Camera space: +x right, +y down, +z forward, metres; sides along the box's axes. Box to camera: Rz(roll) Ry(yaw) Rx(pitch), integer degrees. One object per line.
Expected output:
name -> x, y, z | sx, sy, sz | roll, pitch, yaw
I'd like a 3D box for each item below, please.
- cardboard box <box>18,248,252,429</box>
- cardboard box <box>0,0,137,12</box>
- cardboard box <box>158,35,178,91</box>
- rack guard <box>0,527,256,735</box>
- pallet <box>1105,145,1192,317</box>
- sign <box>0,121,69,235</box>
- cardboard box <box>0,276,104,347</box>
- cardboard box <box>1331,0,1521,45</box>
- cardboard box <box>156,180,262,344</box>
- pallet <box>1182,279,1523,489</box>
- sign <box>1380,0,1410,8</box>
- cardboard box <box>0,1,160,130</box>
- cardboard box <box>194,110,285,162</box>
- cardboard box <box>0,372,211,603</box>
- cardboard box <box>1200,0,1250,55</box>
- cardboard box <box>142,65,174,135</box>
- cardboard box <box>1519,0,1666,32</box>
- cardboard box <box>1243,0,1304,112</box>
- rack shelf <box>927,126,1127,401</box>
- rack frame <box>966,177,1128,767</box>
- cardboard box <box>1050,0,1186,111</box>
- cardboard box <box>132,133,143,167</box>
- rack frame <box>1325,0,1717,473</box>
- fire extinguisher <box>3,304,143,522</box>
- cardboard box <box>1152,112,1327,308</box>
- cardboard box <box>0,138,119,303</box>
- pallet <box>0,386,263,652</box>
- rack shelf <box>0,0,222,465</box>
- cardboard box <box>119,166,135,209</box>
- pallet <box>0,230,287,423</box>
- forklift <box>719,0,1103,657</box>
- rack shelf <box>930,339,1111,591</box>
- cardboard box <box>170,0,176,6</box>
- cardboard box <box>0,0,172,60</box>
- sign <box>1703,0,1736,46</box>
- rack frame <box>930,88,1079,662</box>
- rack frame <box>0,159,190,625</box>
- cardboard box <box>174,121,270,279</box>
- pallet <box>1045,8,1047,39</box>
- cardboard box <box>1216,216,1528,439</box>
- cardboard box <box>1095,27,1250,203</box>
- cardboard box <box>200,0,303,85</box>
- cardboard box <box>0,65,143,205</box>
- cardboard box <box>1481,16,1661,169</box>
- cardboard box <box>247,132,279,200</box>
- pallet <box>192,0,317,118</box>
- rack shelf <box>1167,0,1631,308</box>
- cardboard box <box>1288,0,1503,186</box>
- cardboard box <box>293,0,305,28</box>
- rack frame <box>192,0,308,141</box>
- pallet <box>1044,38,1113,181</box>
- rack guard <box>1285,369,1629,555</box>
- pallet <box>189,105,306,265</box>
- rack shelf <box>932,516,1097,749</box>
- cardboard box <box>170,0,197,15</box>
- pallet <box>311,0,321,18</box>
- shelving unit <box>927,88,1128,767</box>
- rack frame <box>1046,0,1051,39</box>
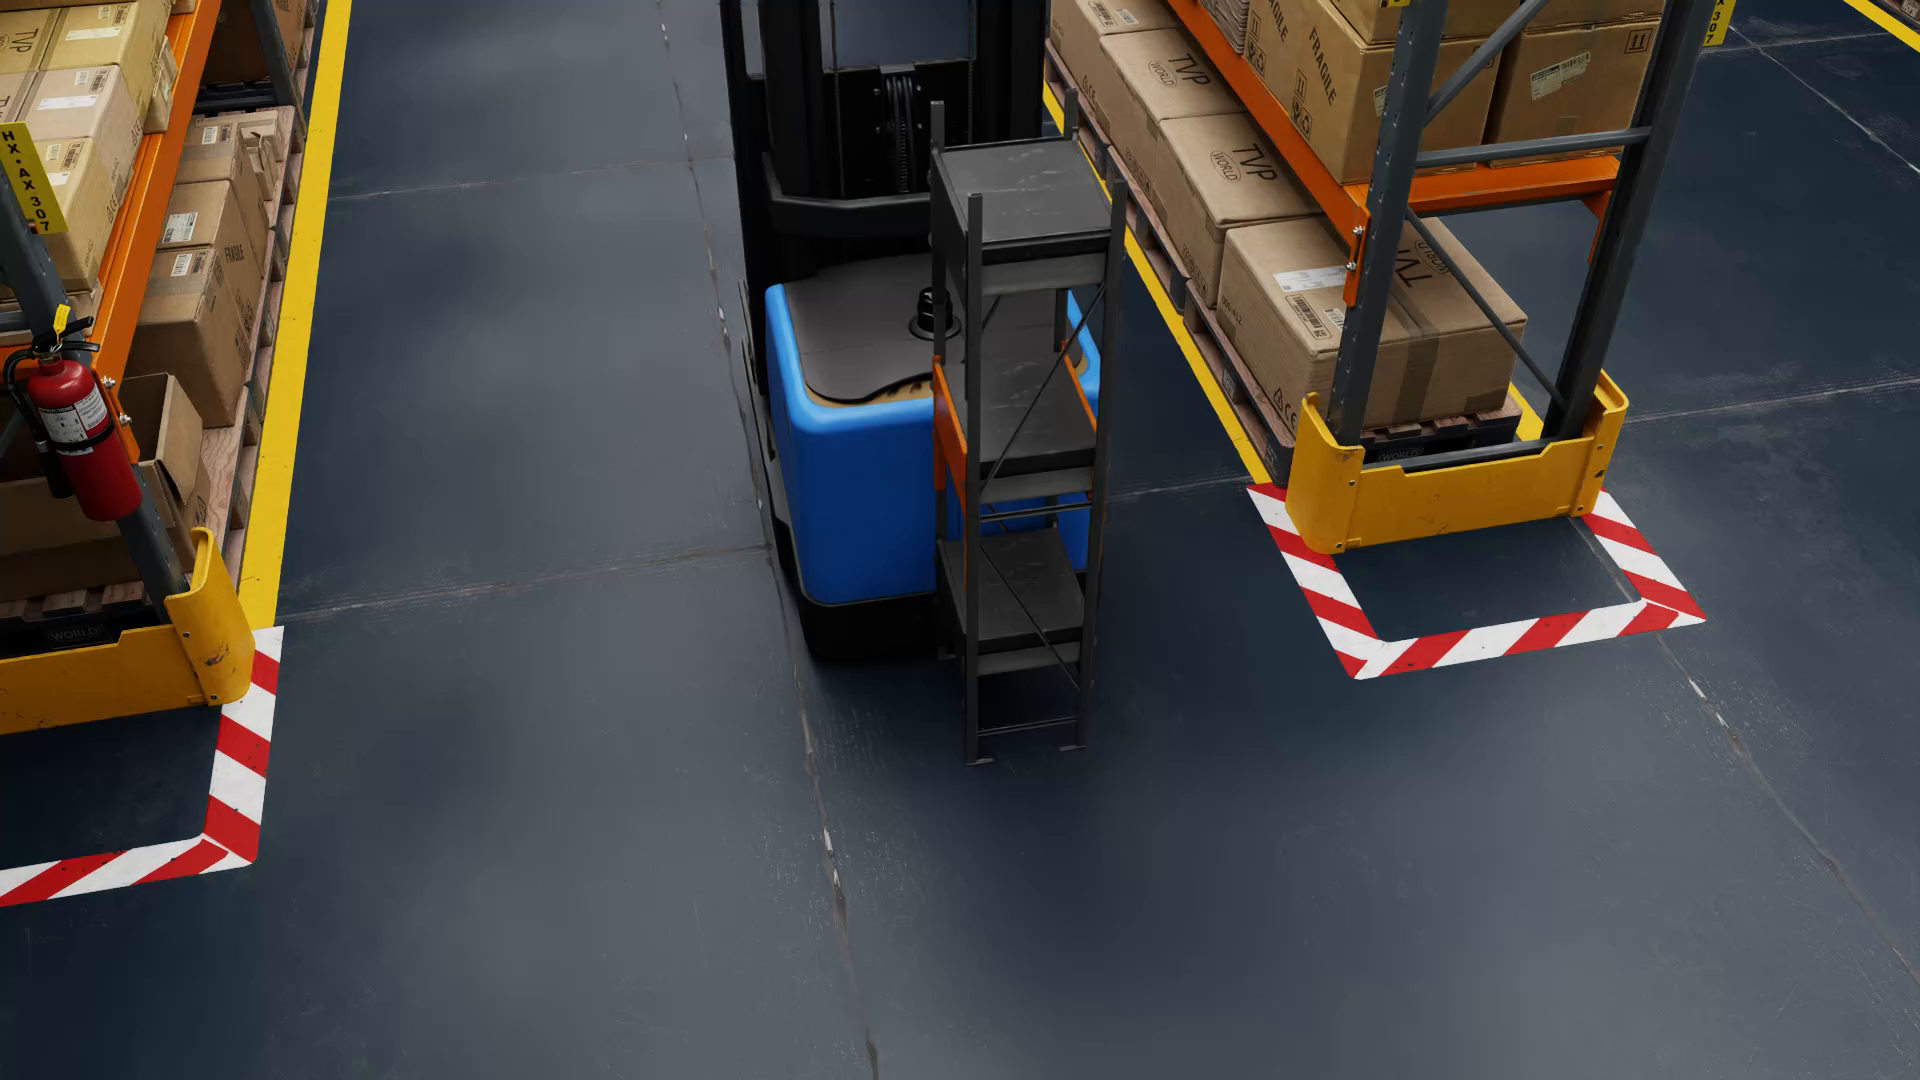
cardboard box -> -3.192, -0.748, 6.399 | 0.700, 0.500, 0.500 | -7, 42, -8
cardboard box -> -3.165, -2.196, 5.789 | 0.500, 0.500, 0.500 | -7, 42, -8
cardboard box -> -3.116, -1.724, 6.122 | 0.380, 0.149, 0.250 | -7, 42, -8
rack guard -> -3.023, 0.330, 5.502 | 1.175, 0.500, 0.348 | -8, 42, -9
pallet -> 1.331, -1.523, 7.807 | 1.003, 0.211, 1.213 | -8, 42, -9
sign -> -2.477, -0.957, 4.417 | 0.100, 0.325, 0.005 | -8, 42, -9
cardboard box -> -2.809, -0.714, 4.984 | 0.380, 0.149, 0.250 | -9, 42, -10
cardboard box -> 1.503, -1.959, 5.369 | 0.500, 0.500, 0.500 | -7, 42, -8
cardboard box -> -3.209, -1.105, 6.802 | 0.500, 0.500, 0.500 | -8, 42, -8
pallet -> 1.591, -0.734, 6.917 | 1.003, 0.211, 1.213 | -8, 42, -9
sign -> 1.307, -1.722, 4.880 | 0.100, 0.325, 0.005 | -8, 42, -9
cardboard box -> -3.063, -1.598, 5.680 | 0.500, 0.250, 0.500 | -9, 42, -10
cardboard box -> -3.463, -1.920, 7.985 | 0.380, 0.149, 0.250 | -10, 42, -11
cardboard box -> -3.046, -0.189, 5.768 | 0.797, 0.503, 0.637 | -10, 43, -11
cardboard box -> 1.263, -2.241, 6.440 | 0.500, 0.500, 0.500 | -7, 42, -8
cardboard box -> -3.039, -1.556, 5.933 | 0.380, 0.149, 0.250 | -9, 42, -11
cardboard box -> 2.014, -2.033, 5.452 | 0.500, 0.500, 0.500 | -9, 42, -10
cardboard box -> 1.383, -1.909, 6.066 | 0.500, 0.500, 0.500 | -9, 42, -10
rack shelf -> 0.168, -0.748, 4.477 | 0.431, 0.518, 0.480 | -8, 42, -9
rack frame -> 0.216, -0.076, 4.754 | 0.400, 2.100, 0.015 | -8, 42, -9
cardboard box -> 1.007, -2.639, 8.577 | 0.875, 0.438, 0.875 | -9, 42, -10
cardboard box -> -3.058, -1.382, 5.736 | 0.380, 0.149, 0.250 | -8, 42, -9
rack frame -> 1.839, -1.269, 5.420 | 1.000, 3.000, 0.127 | -8, 42, -9
fire extinguisher -> -2.523, -0.358, 4.733 | 0.296, 0.674, 0.183 | -8, 42, -9
cardboard box -> 1.394, -1.474, 7.264 | 0.875, 0.438, 0.875 | -7, 42, -8
cardboard box -> -2.841, -0.944, 4.942 | 0.500, 0.250, 0.500 | -8, 42, -9
pallet -> -3.196, -0.079, 6.180 | 1.003, 0.211, 1.213 | -8, 42, -9
rack shelf -> -3.438, -1.583, 6.316 | 1.077, 0.370, 4.000 | -8, 42, -9
cardboard box -> -2.995, -1.210, 5.543 | 0.380, 0.149, 0.250 | -7, 42, -8
pallet -> -3.456, -0.868, 7.069 | 1.003, 0.211, 1.213 | -8, 42, -9
forklift -> -0.301, -1.684, 5.940 | 1.130, 2.935, 3.031 | -8, 42, -9
rack shelf -> 0.168, -0.225, 4.942 | 0.431, 0.518, 0.480 | -8, 42, -9
cardboard box -> -3.304, -2.261, 6.426 | 0.500, 0.250, 0.500 | -9, 42, -10
cardboard box -> -3.194, -1.927, 6.050 | 0.500, 0.250, 0.500 | -9, 42, -10
sign -> 2.383, -1.698, 5.192 | 0.100, 0.325, 0.005 | -8, 42, -9
rack frame -> 0.119, -0.394, 5.112 | 0.400, 2.100, 0.015 | -8, 42, -9
rack frame -> -3.006, -0.556, 4.617 | 1.000, 3.000, 0.127 | -8, 42, -9
cardboard box -> -3.416, -1.421, 7.157 | 0.700, 0.500, 0.500 | -10, 43, -11
pallet -> 0.736, -3.309, 9.818 | 1.003, 0.211, 1.213 | -8, 42, -9
cardboard box -> 1.599, -0.882, 6.597 | 0.875, 0.438, 0.875 | -10, 43, -11
cardboard box -> 1.201, -2.059, 7.923 | 0.875, 0.438, 0.875 | -10, 42, -11
cardboard box -> -3.754, -2.717, 8.617 | 0.500, 0.500, 0.500 | -7, 42, -7
cardboard box -> -2.950, -1.270, 5.311 | 0.500, 0.250, 0.500 | -8, 42, -9
cardboard box -> 2.016, -1.659, 5.784 | 0.500, 0.500, 0.500 | -9, 42, -10
cardboard box -> -3.386, -1.733, 7.686 | 0.396, 0.266, 0.258 | -7, 42, -8
pallet -> -4.082, -2.627, 9.051 | 1.003, 0.211, 1.213 | -8, 42, -9
rack shelf -> 1.408, -2.297, 7.120 | 1.077, 0.370, 4.000 | -8, 42, -9
cardboard box -> 1.477, -1.582, 5.697 | 0.500, 0.500, 0.500 | -8, 42, -9
cardboard box -> -3.879, -3.060, 9.005 | 0.500, 0.500, 0.500 | -9, 42, -10
rack frame -> -3.870, -3.149, 7.537 | 1.000, 3.000, 0.127 | -8, 42, -9
pallet -> 1.064, -2.315, 8.699 | 1.003, 0.211, 1.213 | -8, 42, -9
rack guard -> 1.845, -0.319, 6.233 | 1.175, 0.500, 0.348 | -8, 42, -9
pallet -> -3.722, -1.660, 7.962 | 1.003, 0.211, 1.213 | -8, 42, -9
rack shelf -> 0.168, 0.299, 5.407 | 0.431, 0.518, 0.480 | -8, 42, -9
cardboard box -> -3.285, -2.218, 6.678 | 0.380, 0.149, 0.250 | -9, 42, -10
pallet -> -4.349, -3.420, 9.944 | 1.003, 0.211, 1.213 | -8, 42, -9
shelving unit -> 0.168, -0.235, 4.933 | 0.431, 2.100, 0.503 | -8, 42, -9
rack frame -> 0.976, -3.862, 8.341 | 1.000, 3.000, 0.127 | -8, 42, -9
